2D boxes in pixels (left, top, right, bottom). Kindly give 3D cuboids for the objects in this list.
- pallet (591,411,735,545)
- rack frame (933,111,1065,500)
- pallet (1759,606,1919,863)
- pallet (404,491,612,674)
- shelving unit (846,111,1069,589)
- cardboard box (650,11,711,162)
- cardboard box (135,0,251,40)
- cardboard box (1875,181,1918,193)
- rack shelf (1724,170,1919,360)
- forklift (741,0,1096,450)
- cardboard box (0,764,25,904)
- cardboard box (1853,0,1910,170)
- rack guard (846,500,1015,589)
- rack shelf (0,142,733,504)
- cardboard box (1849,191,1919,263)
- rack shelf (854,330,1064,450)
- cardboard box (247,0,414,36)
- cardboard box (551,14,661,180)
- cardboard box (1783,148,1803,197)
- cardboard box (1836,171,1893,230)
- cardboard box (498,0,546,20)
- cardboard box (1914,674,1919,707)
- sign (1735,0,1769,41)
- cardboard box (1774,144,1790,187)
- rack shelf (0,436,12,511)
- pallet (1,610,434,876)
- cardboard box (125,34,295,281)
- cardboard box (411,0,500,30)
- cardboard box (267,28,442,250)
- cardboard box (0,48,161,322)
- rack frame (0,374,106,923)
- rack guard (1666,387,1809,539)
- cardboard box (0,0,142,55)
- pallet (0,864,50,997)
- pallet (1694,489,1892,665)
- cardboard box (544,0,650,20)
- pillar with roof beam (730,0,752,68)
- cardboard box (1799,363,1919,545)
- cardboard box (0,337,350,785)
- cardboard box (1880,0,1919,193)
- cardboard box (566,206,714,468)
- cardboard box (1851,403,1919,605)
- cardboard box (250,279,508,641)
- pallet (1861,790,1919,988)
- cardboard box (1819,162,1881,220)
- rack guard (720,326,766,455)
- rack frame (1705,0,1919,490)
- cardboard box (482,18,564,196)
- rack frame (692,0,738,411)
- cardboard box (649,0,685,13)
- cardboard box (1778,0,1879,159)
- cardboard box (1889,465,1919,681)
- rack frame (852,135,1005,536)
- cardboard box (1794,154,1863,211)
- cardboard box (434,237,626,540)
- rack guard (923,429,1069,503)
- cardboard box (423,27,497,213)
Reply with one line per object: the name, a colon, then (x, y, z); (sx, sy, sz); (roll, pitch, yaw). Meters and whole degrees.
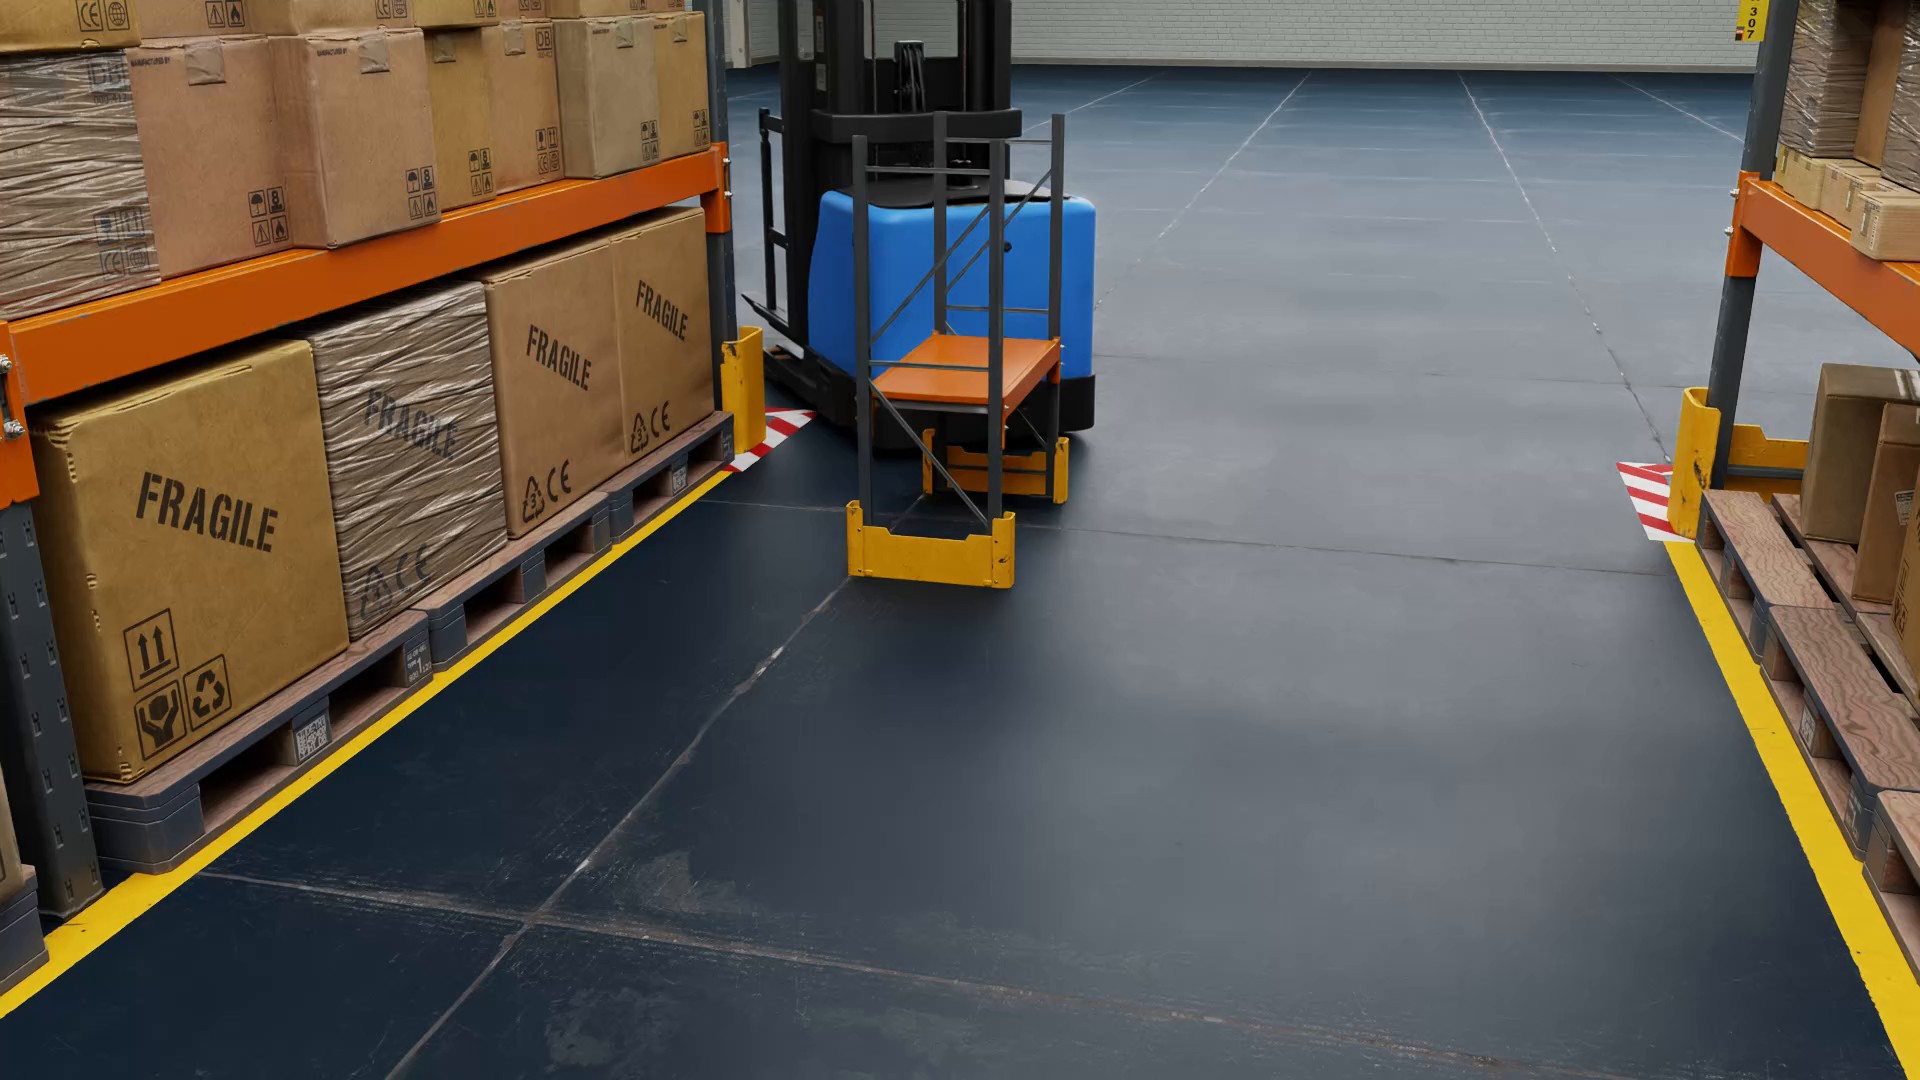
pallet: (-1.598, -0.305, 6.753); (1.003, 0.211, 1.213); (5, 19, 13)
rack frame: (0.145, -0.896, 6.490); (0.500, 1.500, 0.032); (5, 19, 13)
pallet: (2.755, 0.519, 4.342); (1.003, 0.211, 1.213); (5, 19, 13)
pallet: (-1.898, 0.077, 5.637); (1.003, 0.211, 1.213); (5, 19, 13)
shelving unit: (0.019, -0.734, 6.015); (0.587, 1.500, 1.083); (5, 19, 13)
cardboard box: (-1.526, -1.832, 6.679); (0.875, 0.550, 0.550); (5, 19, 13)
cardboard box: (-2.311, -1.504, 4.047); (0.875, 0.550, 0.550); (5, 19, 13)
cardboard box: (2.706, -0.876, 4.500); (0.380, 0.149, 0.250); (5, 19, 13)
rack shelf: (2.817, -0.490, 4.095); (1.077, 0.370, 4.000); (5, 19, 13)
forklift: (-0.410, -2.211, 8.125); (1.130, 2.935, 3.031); (-7, 20, -20)
cardboard box: (-2.521, 0.440, 3.089); (1.050, 0.750, 0.750); (5, 19, 13)
cardboard box: (3.139, -1.309, 4.765); (0.875, 0.500, 0.500); (5, 19, 13)
rack guard: (-0.103, 0.014, 5.760); (0.587, 0.250, 0.087); (5, 19, 13)
rack shelf: (-1.968, -0.914, 5.335); (1.077, 0.370, 4.000); (5, 19, 13)
cardboard box: (2.545, -0.806, 4.294); (0.380, 0.149, 0.250); (5, 19, 13)
rack shelf: (0.021, -0.566, 6.082); (0.538, 0.185, 1.000); (5, 19, 13)
cardboard box: (-2.046, -1.662, 4.510); (0.875, 0.550, 0.550); (5, 19, 13)
cardboard box: (-1.639, -1.658, 6.169); (0.875, 0.550, 0.550); (5, 19, 13)
cardboard box: (2.926, -1.191, 5.423); (0.380, 0.149, 0.250); (5, 19, 13)
cardboard box: (2.741, -0.956, 4.736); (0.380, 0.149, 0.250); (5, 19, 13)
cardboard box: (-1.921, -2.005, 5.515); (0.875, 0.550, 0.550); (5, 19, 13)
cardboard box: (2.673, 0.277, 3.953); (0.500, 0.500, 0.500); (3, 19, 9)
sign: (2.780, -1.910, 5.800); (0.100, 0.325, 0.005); (5, 19, 13)
cardboard box: (3.005, -1.268, 5.648); (0.380, 0.149, 0.250); (5, 19, 13)
rack shelf: (-2.945, 0.340, 1.664); (1.077, 0.370, 4.000); (5, 19, 13)
pallet: (-2.194, 0.460, 4.514); (1.003, 0.211, 1.213); (5, 19, 13)
cardboard box: (-2.265, -0.989, 4.210); (0.875, 0.550, 0.550); (5, 19, 13)
cardboard box: (-1.924, -1.829, 4.999); (0.875, 0.550, 0.500); (5, 19, 13)
cardboard box: (-2.019, -1.149, 4.679); (0.875, 0.550, 0.550); (5, 19, 13)
cardboard box: (-2.378, -0.815, 3.700); (0.875, 0.550, 0.550); (5, 19, 13)
rack frame: (-2.456, -0.627, 3.383); (1.000, 3.000, 0.127); (5, 19, 13)
rack guard: (3.288, -0.251, 6.149); (1.175, 0.500, 0.348); (5, 19, 13)
cardboard box: (-2.333, -1.322, 3.515); (0.875, 0.550, 0.550); (5, 19, 13)
pallet: (-2.572, 0.940, 3.108); (1.003, 0.211, 1.213); (5, 19, 13)
pallet: (3.055, 0.138, 5.458); (1.003, 0.211, 1.213); (5, 19, 13)
cardboard box: (-1.652, -2.170, 5.997); (0.875, 0.550, 0.550); (5, 19, 13)
pillar with roof beam: (-0.657, -14.386, 34.383); (9.100, 9.000, 0.400); (5, 19, 13)
cardboard box: (3.137, -0.279, 5.581); (0.500, 0.500, 0.500); (9, 21, 23)
cardboard box: (-2.235, -0.012, 4.220); (0.875, 0.875, 0.875); (5, 19, 14)
cardboard box: (2.975, -1.156, 4.316); (0.875, 0.500, 0.500); (5, 19, 13)
cardboard box: (-1.580, -0.856, 6.692); (0.875, 0.875, 0.875); (5, 19, 14)
cardboard box: (3.024, -0.089, 5.025); (0.500, 0.500, 0.500); (10, 21, 28)
cardboard box: (-2.018, -0.295, 5.048); (0.875, 0.875, 0.875); (5, 19, 14)
pallet: (2.459, 0.902, 3.219); (1.003, 0.211, 1.213); (5, 19, 13)
cardboard box: (2.809, -1.034, 4.963); (0.380, 0.149, 0.250); (5, 19, 13)
rack guard: (-1.473, -0.706, 7.480); (1.175, 0.500, 0.348); (5, 19, 13)
rack frame: (3.306, -1.458, 5.814); (1.000, 3.000, 0.127); (5, 19, 13)
cardboard box: (-1.897, -1.492, 5.684); (0.875, 0.550, 0.550); (5, 19, 13)
rack frame: (-1.479, -1.881, 7.054); (1.000, 3.000, 0.127); (5, 19, 13)
cardboard box: (-1.607, -2.350, 6.523); (0.875, 0.550, 0.550); (5, 19, 13)
cardboard box: (3.145, -1.475, 5.252); (0.875, 0.500, 0.500); (5, 19, 13)
cardboard box: (2.853, 0.106, 4.455); (0.500, 0.500, 0.500); (7, 20, 18)
rack frame: (-0.103, -0.577, 5.557); (0.500, 1.500, 0.032); (5, 19, 13)
cardboard box: (2.850, -1.114, 5.198); (0.380, 0.149, 0.250); (5, 19, 13)
cardboard box: (-1.793, -0.581, 5.884); (0.875, 0.875, 0.875); (4, 19, 13)
rack guard: (0.140, -0.298, 6.674); (0.587, 0.250, 0.087); (5, 19, 13)
cardboard box: (-1.987, -1.323, 5.188); (0.875, 0.550, 0.500); (5, 19, 13)
